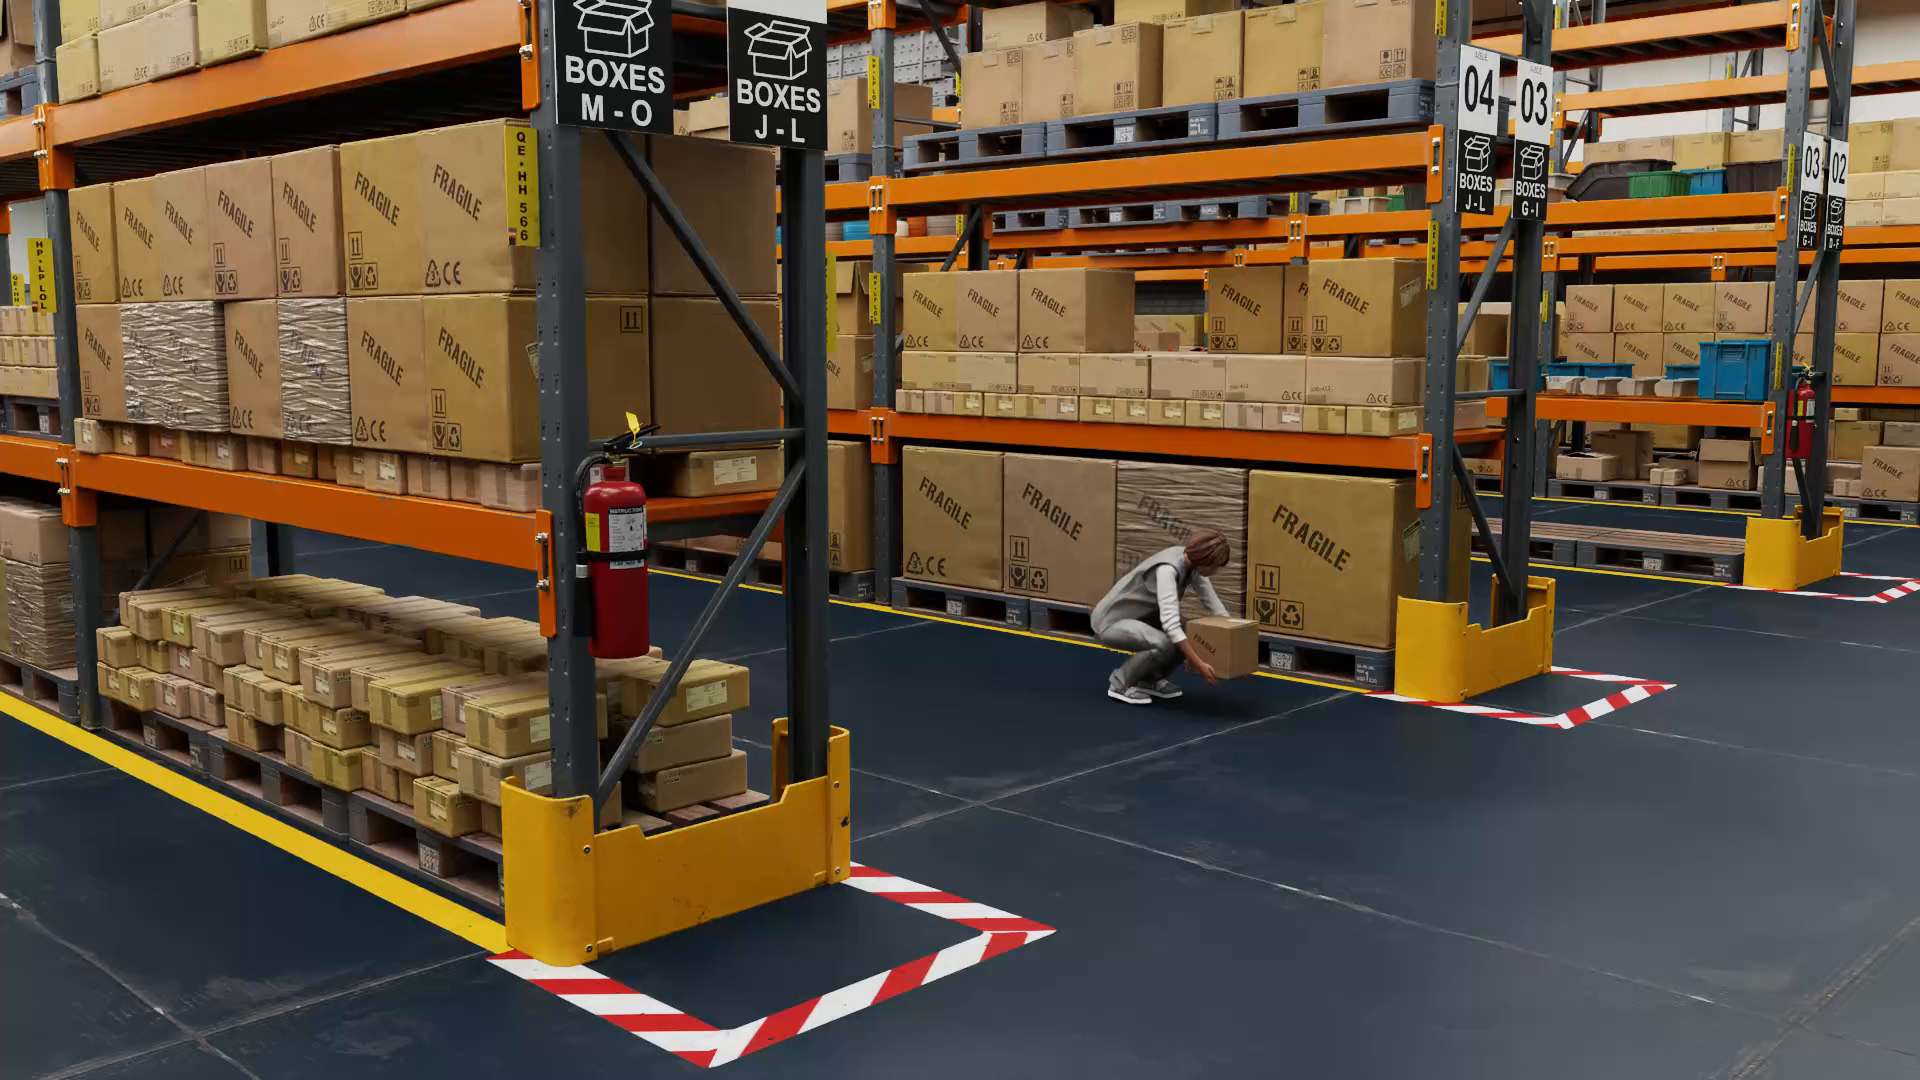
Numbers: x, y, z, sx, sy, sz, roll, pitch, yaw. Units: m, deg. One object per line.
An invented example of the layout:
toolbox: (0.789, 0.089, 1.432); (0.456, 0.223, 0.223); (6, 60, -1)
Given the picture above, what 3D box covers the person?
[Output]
person: (1.024, 0.420, 8.234); (0.804, 0.792, 0.463); (7, 10, 43)
